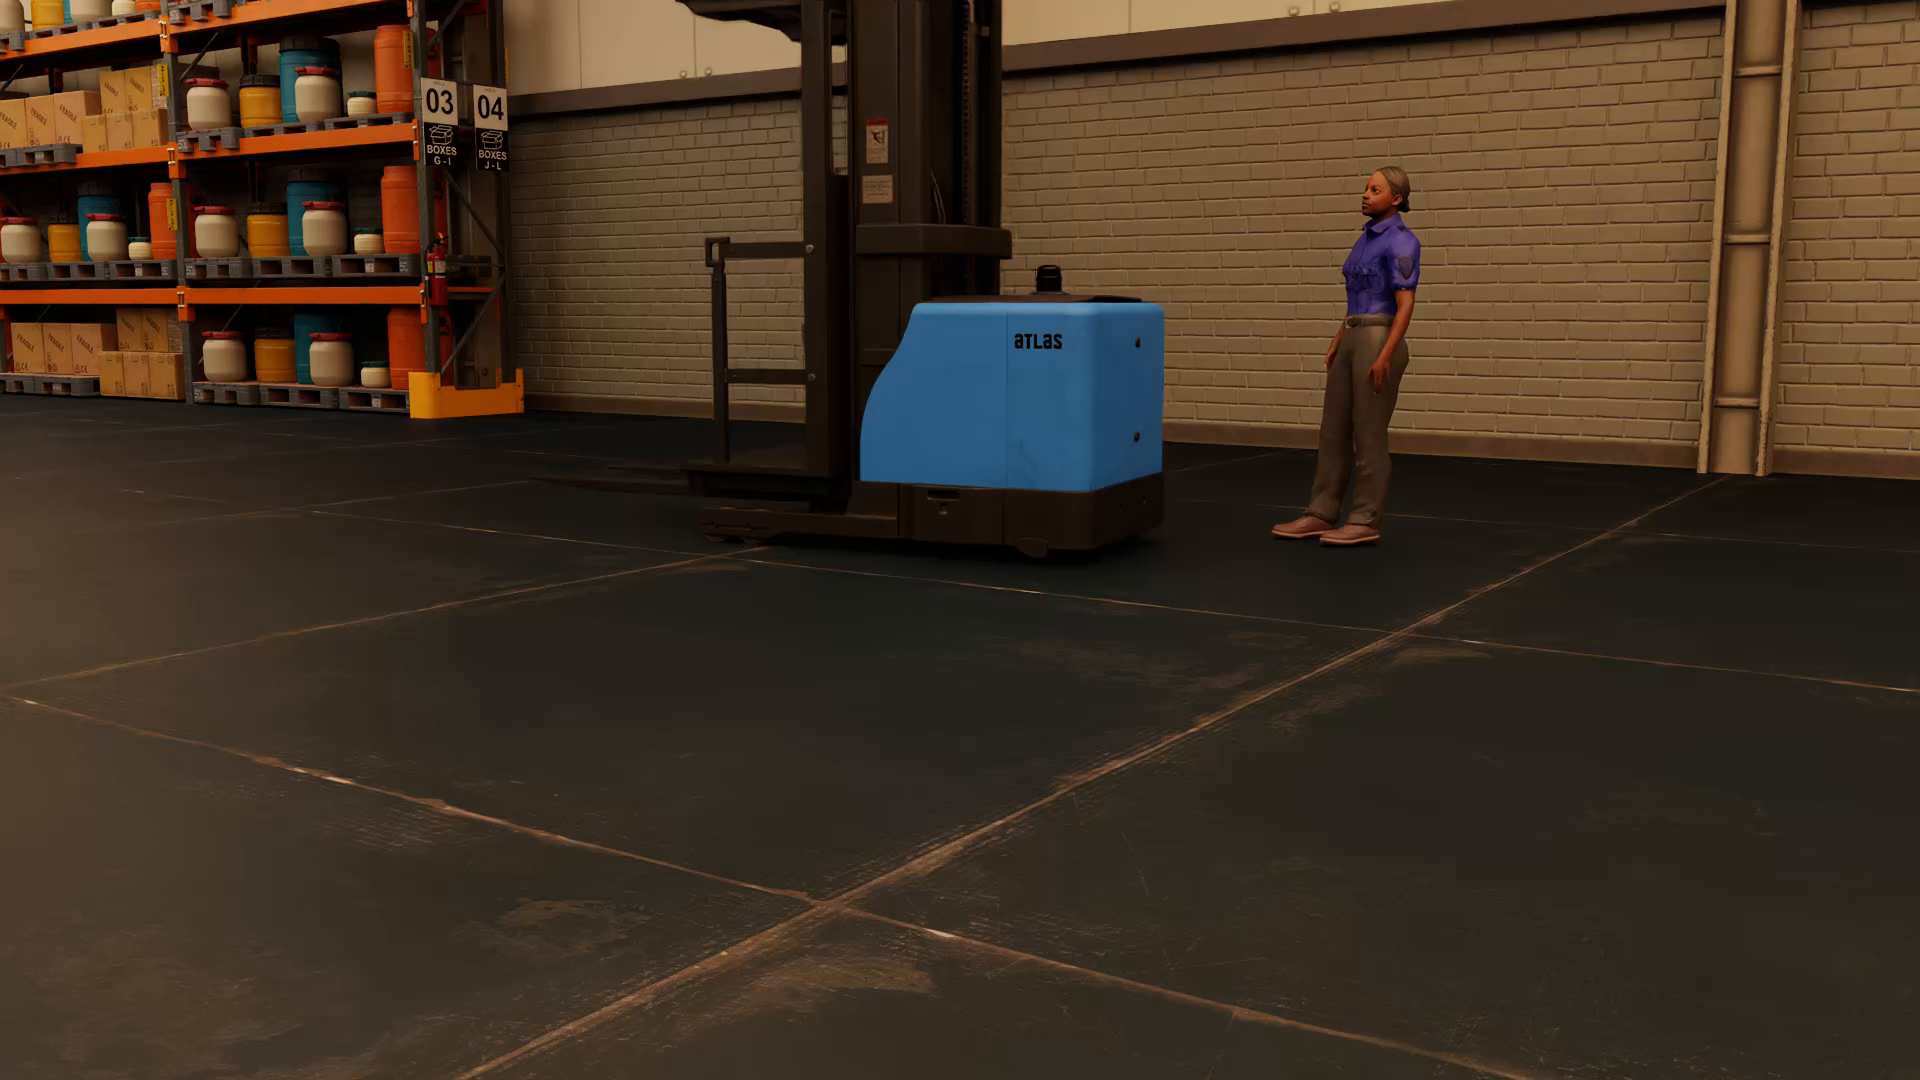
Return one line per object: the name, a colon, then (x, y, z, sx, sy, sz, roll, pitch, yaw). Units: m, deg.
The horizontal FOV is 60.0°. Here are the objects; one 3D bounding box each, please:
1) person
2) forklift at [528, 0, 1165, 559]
person: (1.727, -0.808, 7.355, 0.504, 1.654, 0.569, -2, 8, -12)
forklift: (-0.621, -1.491, 7.676, 3.031, 2.935, 1.130, 4, 9, 25)
